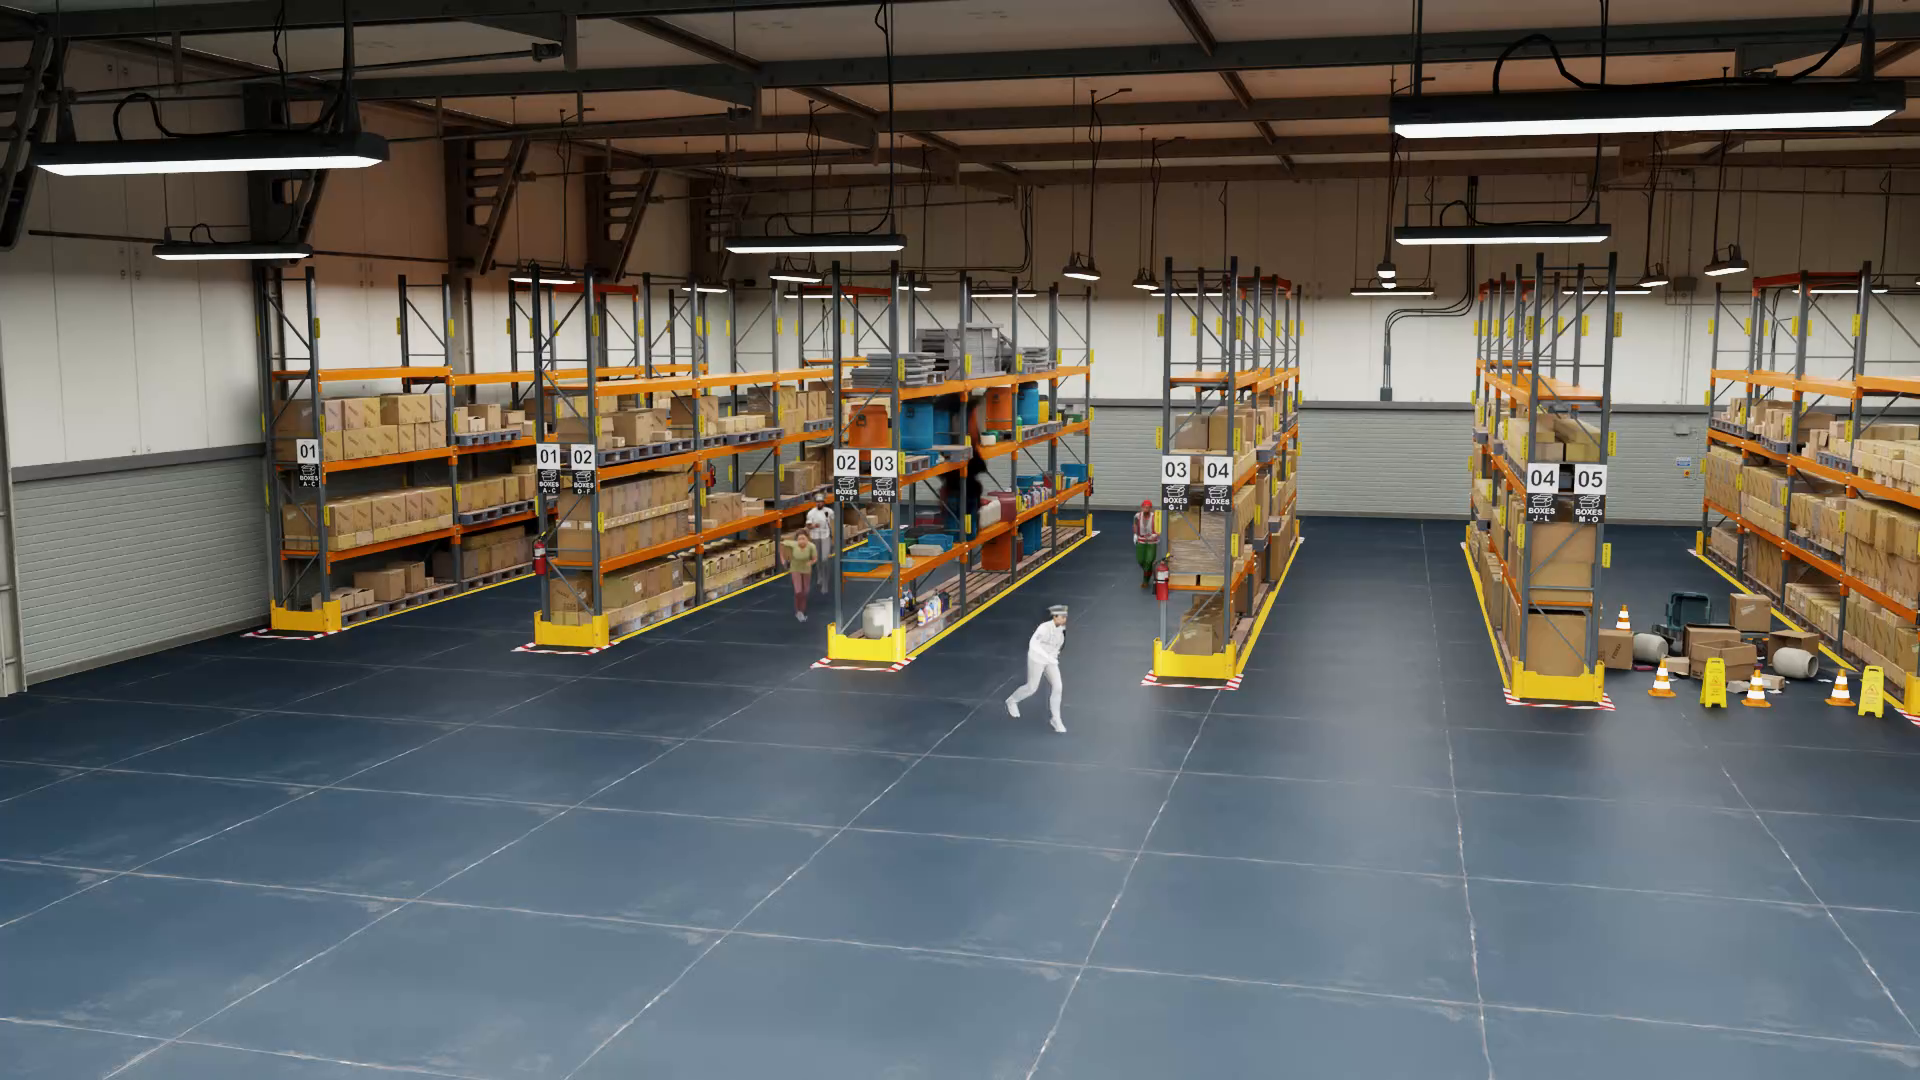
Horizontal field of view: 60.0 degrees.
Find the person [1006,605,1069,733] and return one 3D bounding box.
[{"bbox_3d":[0.983,1.580,21.001,0.978,1.627,0.655,6,9,39],"label":"person"}]

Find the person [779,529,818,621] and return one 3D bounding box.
[{"bbox_3d":[-2.604,0.565,26.841,0.609,1.537,0.862,-2,7,-12],"label":"person"}]

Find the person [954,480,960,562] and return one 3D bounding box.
[{"bbox_3d":[-0.008,-0.428,36.182,0.693,1.765,0.775,1,7,10],"label":"person"}]

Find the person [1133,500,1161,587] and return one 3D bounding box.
[{"bbox_3d":[3.629,0.069,32.191,0.635,1.715,0.660,2,8,16],"label":"person"}]

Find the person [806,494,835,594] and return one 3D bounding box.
[{"bbox_3d":[-2.526,0.049,30.383,0.539,1.821,0.753,1,7,5],"label":"person"}]
